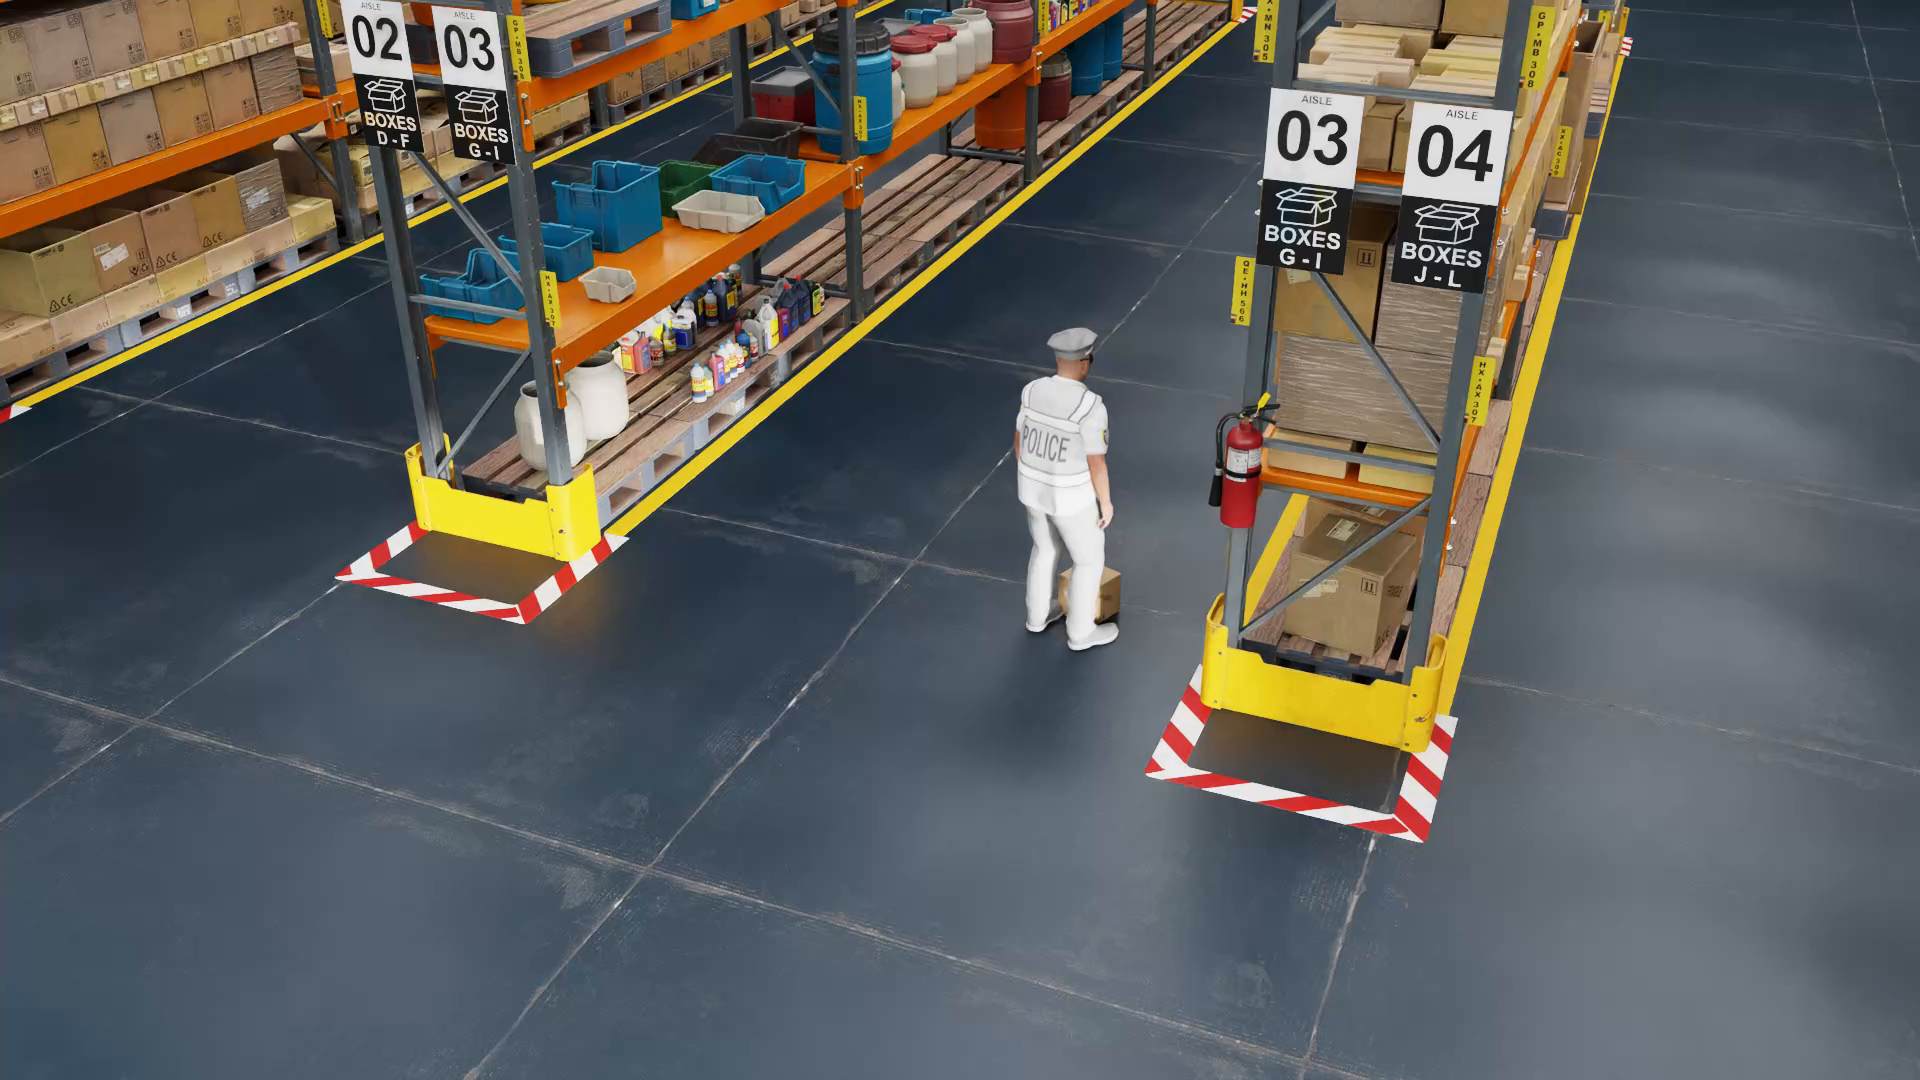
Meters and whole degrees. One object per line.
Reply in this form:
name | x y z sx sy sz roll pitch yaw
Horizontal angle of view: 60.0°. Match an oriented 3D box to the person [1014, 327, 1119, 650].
person | 0.545 -0.251 8.837 0.590 1.746 0.436 23 37 34
